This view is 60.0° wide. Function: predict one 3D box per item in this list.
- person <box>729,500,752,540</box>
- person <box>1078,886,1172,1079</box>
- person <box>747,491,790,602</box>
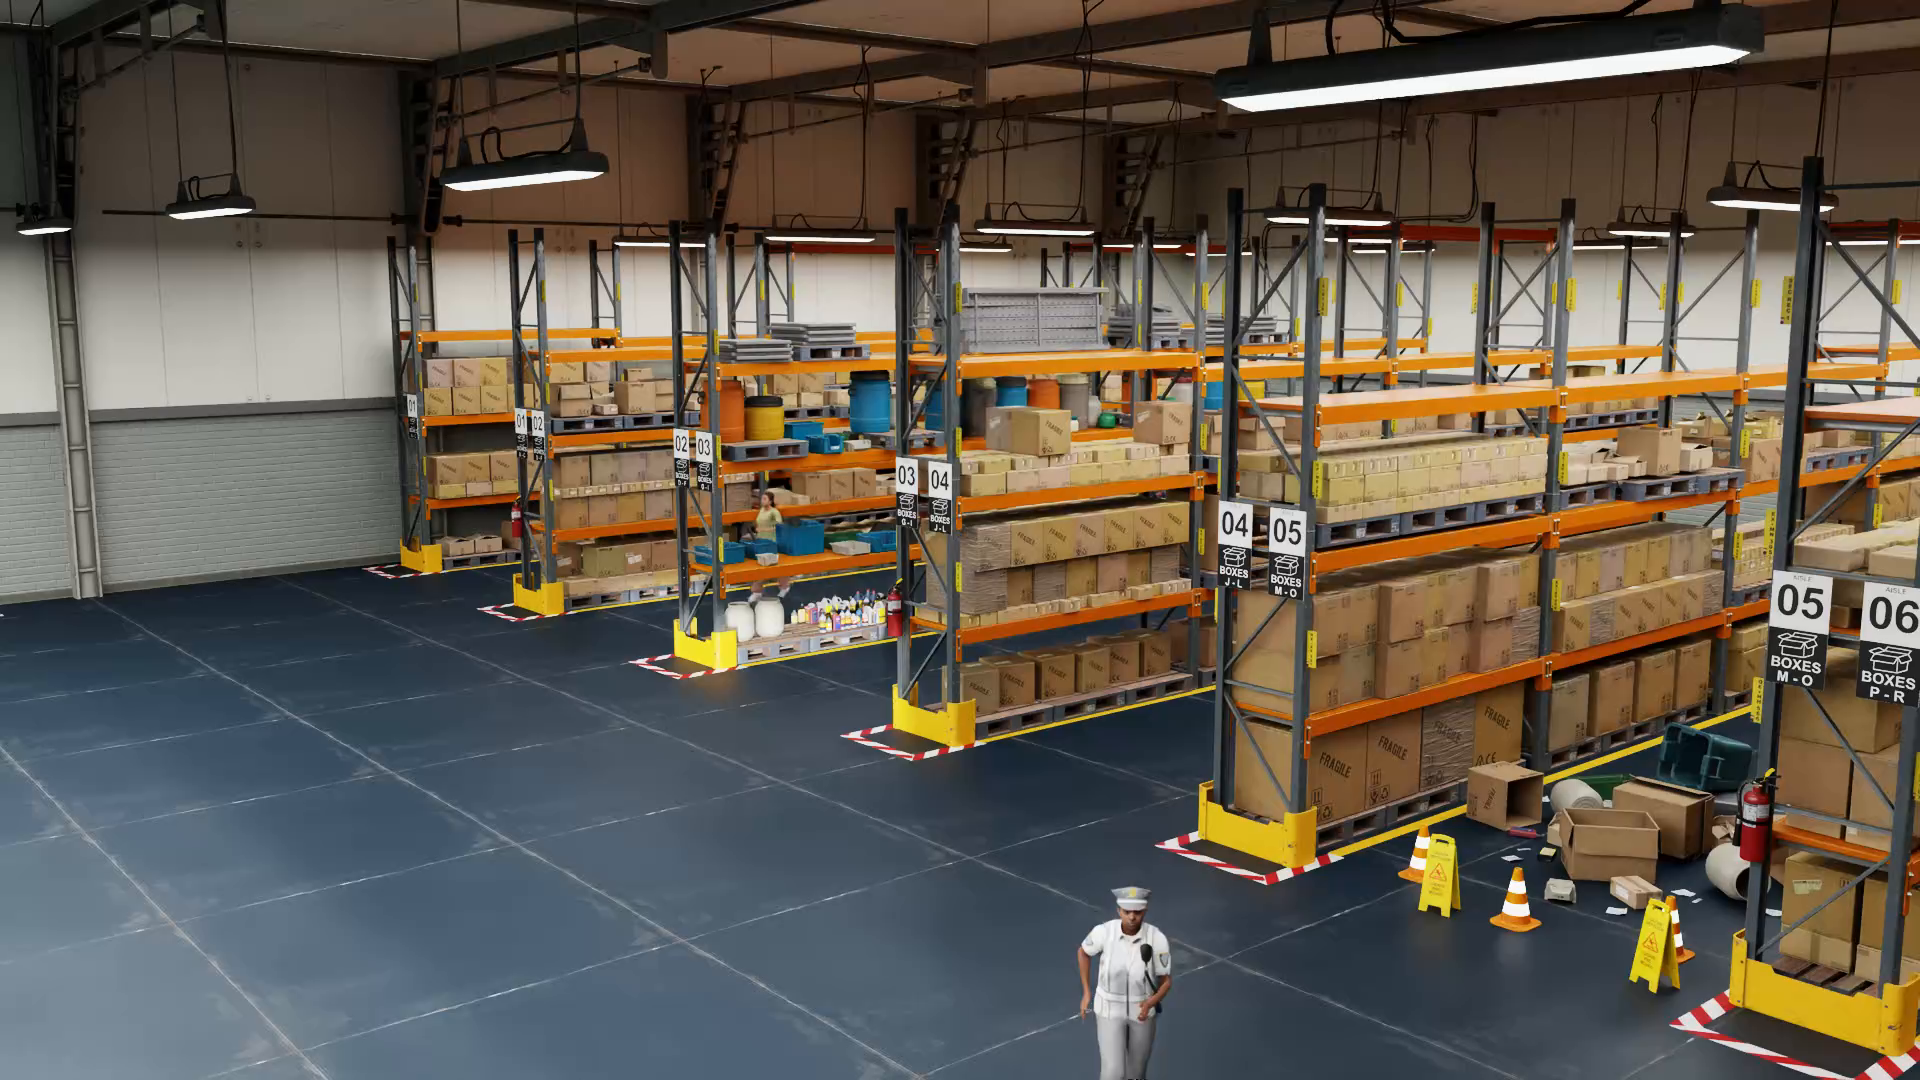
[{"bbox_3d":[-4.095,-0.309,30.528,0.751,1.645,0.522,-8,12,-42],"label":"person"},{"bbox_3d":[0.985,2.834,9.908,0.542,1.646,0.726,0,9,0],"label":"person"},{"bbox_3d":[-2.953,0.086,25.674,0.578,1.696,0.830,7,11,36],"label":"person"}]
